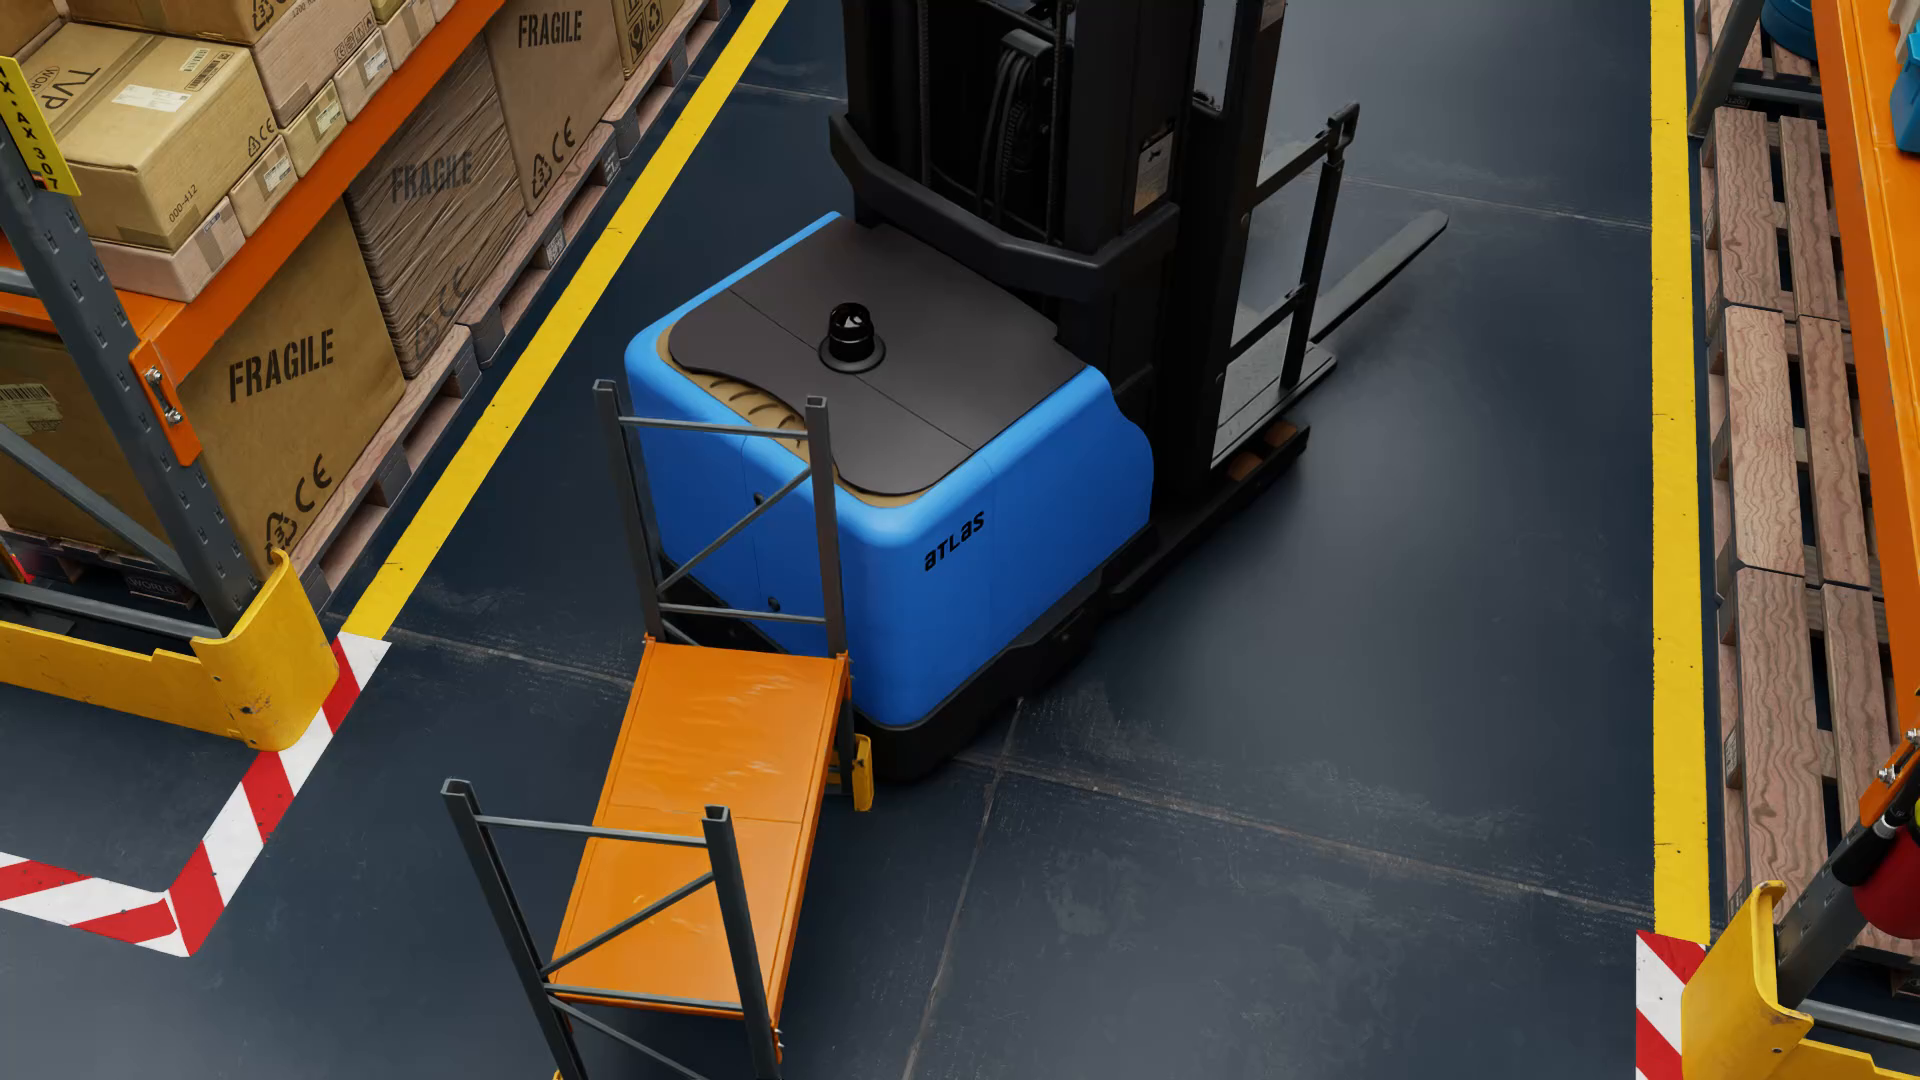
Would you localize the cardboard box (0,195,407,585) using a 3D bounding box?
[{"bbox_3d":[-2.324,-0.551,4.872,0.875,0.875,0.875,12,50,10],"label":"cardboard box"}]

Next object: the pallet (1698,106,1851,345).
[{"bbox_3d":[3.260,-1.090,6.071,1.003,0.211,1.213,12,50,10],"label":"pallet"}]

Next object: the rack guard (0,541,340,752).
[{"bbox_3d":[-2.421,0.209,4.733,1.175,0.500,0.348,12,50,10],"label":"rack guard"}]

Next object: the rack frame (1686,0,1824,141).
[{"bbox_3d":[3.416,-2.552,5.502,1.000,3.000,0.127,12,50,10],"label":"rack frame"}]

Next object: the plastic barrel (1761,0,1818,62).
[{"bbox_3d":[3.576,-2.387,6.475,0.600,0.901,0.708,12,50,10],"label":"plastic barrel"}]

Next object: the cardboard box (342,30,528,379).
[{"bbox_3d":[-2.084,-1.209,5.453,0.875,0.875,0.875,12,50,10],"label":"cardboard box"}]

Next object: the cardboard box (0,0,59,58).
[{"bbox_3d":[-2.540,-1.337,3.831,0.500,0.500,0.500,12,50,10],"label":"cardboard box"}]

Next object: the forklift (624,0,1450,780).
[{"bbox_3d":[0.488,-1.327,4.466,1.130,2.935,3.031,35,57,27],"label":"forklift"}]

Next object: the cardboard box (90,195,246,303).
[{"bbox_3d":[-2.003,-0.745,4.074,0.380,0.149,0.250,12,50,10],"label":"cardboard box"}]

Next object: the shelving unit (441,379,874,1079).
[{"bbox_3d":[-0.589,0.571,3.746,0.587,1.500,1.083,5,49,4],"label":"shelving unit"}]

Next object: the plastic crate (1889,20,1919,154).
[{"bbox_3d":[2.656,-1.159,4.344,0.416,0.233,0.300,12,50,10],"label":"plastic crate"}]

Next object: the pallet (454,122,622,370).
[{"bbox_3d":[-1.957,-1.187,6.157,1.003,0.211,1.213,12,50,10],"label":"pallet"}]

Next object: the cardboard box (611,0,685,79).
[{"bbox_3d":[-1.613,-2.504,6.596,0.875,0.875,0.875,12,50,10],"label":"cardboard box"}]

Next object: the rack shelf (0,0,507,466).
[{"bbox_3d":[-1.889,-1.845,5.357,1.077,0.370,4.000,12,50,10],"label":"rack shelf"}]

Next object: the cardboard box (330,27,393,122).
[{"bbox_3d":[-1.803,-1.304,4.568,0.380,0.149,0.250,11,49,9],"label":"cardboard box"}]

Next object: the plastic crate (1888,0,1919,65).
[{"bbox_3d":[2.836,-1.464,4.581,0.437,0.282,0.530,12,50,10],"label":"plastic crate"}]

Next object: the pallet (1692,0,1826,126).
[{"bbox_3d":[3.659,-2.179,7.032,1.003,0.211,1.213,12,50,10],"label":"pallet"}]

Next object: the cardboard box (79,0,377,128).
[{"bbox_3d":[-1.898,-1.356,4.348,0.500,0.250,0.500,11,49,10],"label":"cardboard box"}]

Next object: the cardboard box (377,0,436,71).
[{"bbox_3d":[-1.735,-1.488,4.730,0.380,0.149,0.250,11,49,9],"label":"cardboard box"}]

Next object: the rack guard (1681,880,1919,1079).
[{"bbox_3d":[2.369,1.188,3.868,1.175,0.500,0.348,12,50,10],"label":"rack guard"}]

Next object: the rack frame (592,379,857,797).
[{"bbox_3d":[-0.531,0.185,4.086,0.500,1.500,0.032,5,49,4],"label":"rack frame"}]

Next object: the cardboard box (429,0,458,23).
[{"bbox_3d":[-1.667,-1.675,4.895,0.380,0.149,0.250,11,50,10],"label":"cardboard box"}]

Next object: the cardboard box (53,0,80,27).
[{"bbox_3d":[-2.409,-1.454,4.435,0.500,0.250,0.500,11,49,9],"label":"cardboard box"}]

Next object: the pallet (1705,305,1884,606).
[{"bbox_3d":[2.941,-0.204,5.290,1.003,0.211,1.213,12,50,10],"label":"pallet"}]

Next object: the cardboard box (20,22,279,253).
[{"bbox_3d":[-2.028,-0.979,4.015,0.500,0.250,0.500,10,49,9],"label":"cardboard box"}]

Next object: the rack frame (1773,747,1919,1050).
[{"bbox_3d":[2.363,0.341,2.948,1.000,3.000,0.127,12,50,10],"label":"rack frame"}]

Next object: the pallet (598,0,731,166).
[{"bbox_3d":[-1.638,-2.072,6.938,1.003,0.211,1.213,12,50,10],"label":"pallet"}]

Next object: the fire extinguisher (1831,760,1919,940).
[{"bbox_3d":[1.885,0.510,3.100,0.296,0.674,0.183,12,50,10],"label":"fire extinguisher"}]

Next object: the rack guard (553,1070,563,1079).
[{"bbox_3d":[-0.645,1.355,3.887,0.587,0.250,0.087,5,49,4],"label":"rack guard"}]

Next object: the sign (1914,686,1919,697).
[{"bbox_3d":[1.828,0.191,2.972,0.100,0.325,0.005,12,50,10],"label":"sign"}]

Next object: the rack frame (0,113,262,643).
[{"bbox_3d":[-2.415,-0.636,3.811,1.000,3.000,0.127,12,50,10],"label":"rack frame"}]

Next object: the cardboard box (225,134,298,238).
[{"bbox_3d":[-1.937,-0.930,4.238,0.380,0.149,0.250,11,49,9],"label":"cardboard box"}]

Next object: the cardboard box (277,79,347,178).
[{"bbox_3d":[-1.870,-1.116,4.402,0.380,0.149,0.250,11,49,9],"label":"cardboard box"}]

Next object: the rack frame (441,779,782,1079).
[{"bbox_3d":[-0.645,0.943,3.418,0.500,1.500,0.032,5,49,4],"label":"rack frame"}]

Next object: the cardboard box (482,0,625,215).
[{"bbox_3d":[-1.850,-1.853,6.021,0.875,0.875,0.875,12,50,10],"label":"cardboard box"}]

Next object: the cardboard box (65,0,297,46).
[{"bbox_3d":[-1.897,-1.588,4.053,0.500,0.500,0.500,10,49,9],"label":"cardboard box"}]

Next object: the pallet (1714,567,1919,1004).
[{"bbox_3d":[2.618,0.675,4.513,1.003,0.211,1.213,12,50,10],"label":"pallet"}]

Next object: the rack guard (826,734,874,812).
[{"bbox_3d":[-0.533,0.613,4.542,0.587,0.250,0.087,5,49,4],"label":"rack guard"}]

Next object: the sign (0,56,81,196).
[{"bbox_3d":[-1.881,-0.835,3.356,0.100,0.325,0.005,12,50,10],"label":"sign"}]

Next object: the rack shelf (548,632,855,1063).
[{"bbox_3d":[-0.588,0.683,3.887,0.538,0.185,1.000,5,49,4],"label":"rack shelf"}]

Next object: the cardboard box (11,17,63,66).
[{"bbox_3d":[-2.544,-1.088,4.111,0.500,0.250,0.500,11,49,9],"label":"cardboard box"}]

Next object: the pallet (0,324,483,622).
[{"bbox_3d":[-2.280,-0.307,5.380,1.003,0.211,1.213,12,50,10],"label":"pallet"}]

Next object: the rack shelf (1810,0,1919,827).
[{"bbox_3d":[2.890,-0.867,4.495,1.077,0.370,4.000,12,50,10],"label":"rack shelf"}]

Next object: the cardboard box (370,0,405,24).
[{"bbox_3d":[-1.762,-1.719,4.668,0.500,0.250,0.500,10,49,9],"label":"cardboard box"}]
